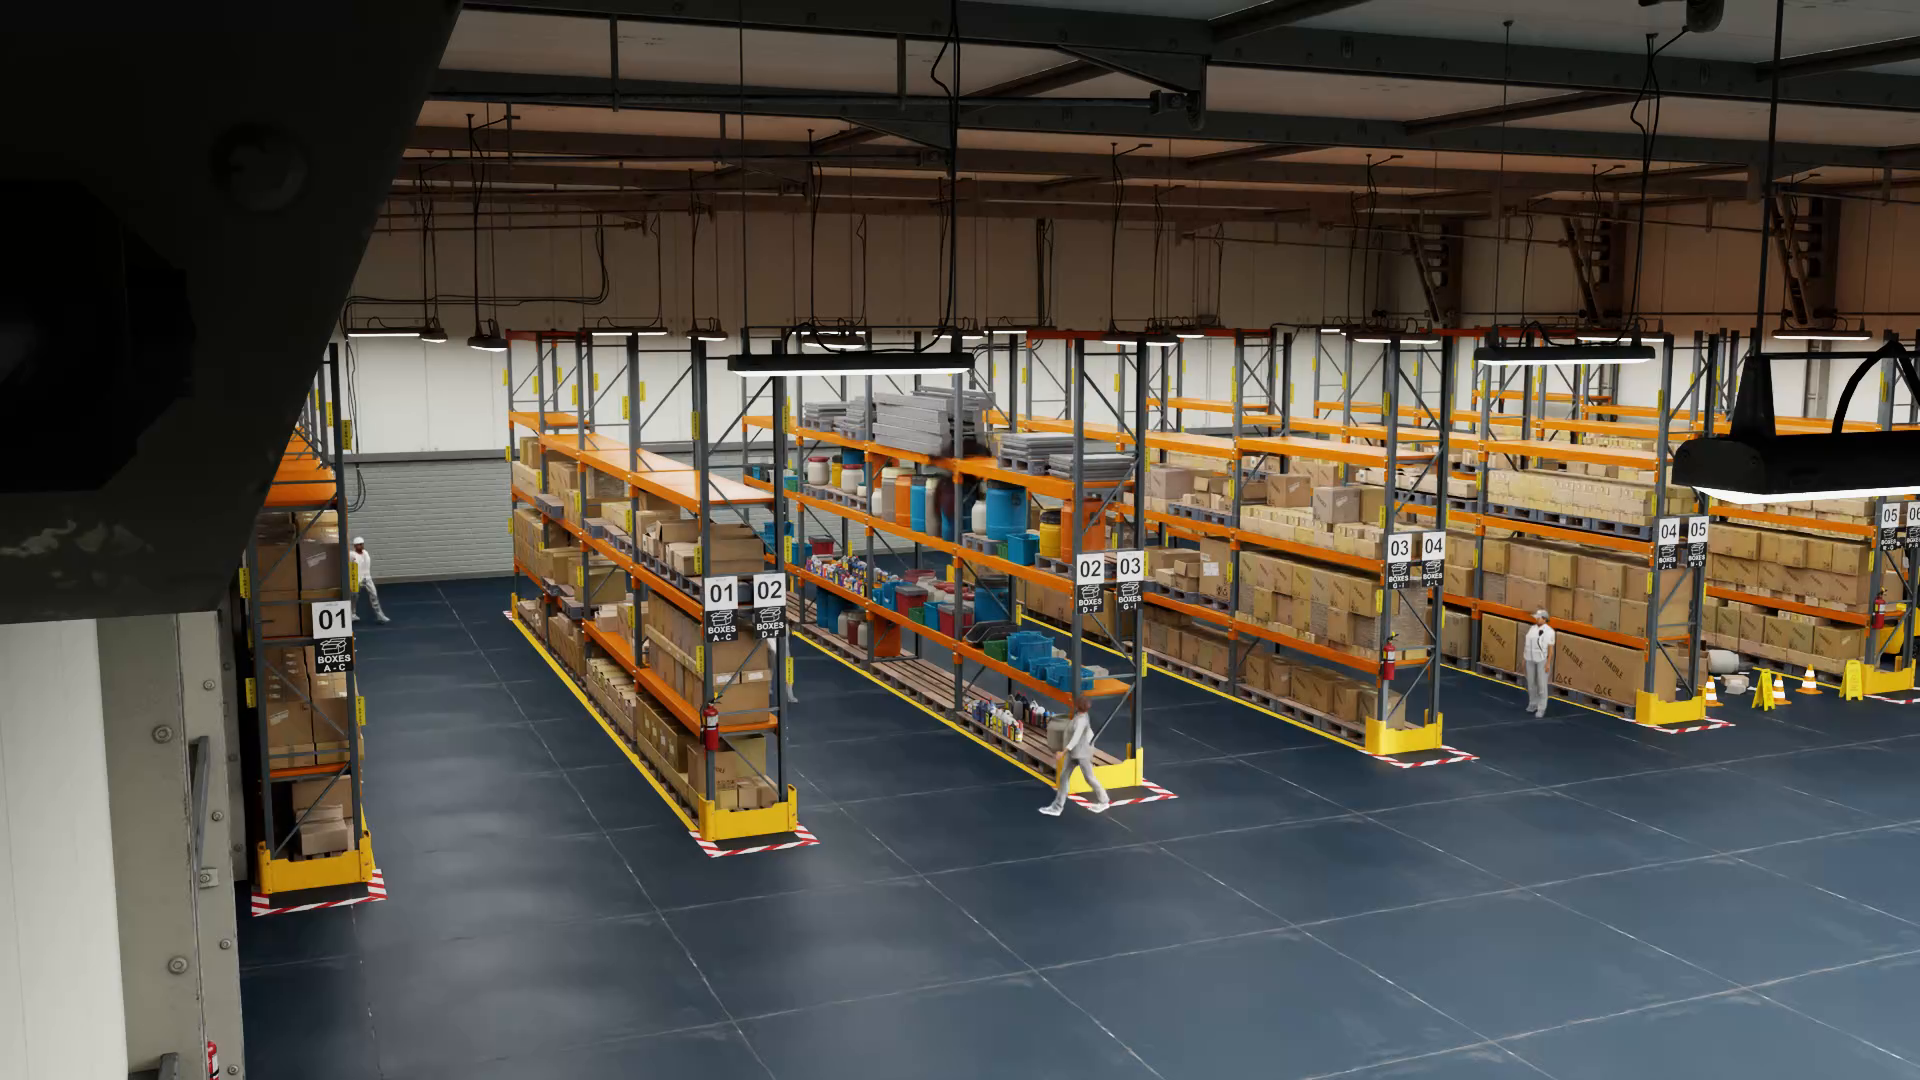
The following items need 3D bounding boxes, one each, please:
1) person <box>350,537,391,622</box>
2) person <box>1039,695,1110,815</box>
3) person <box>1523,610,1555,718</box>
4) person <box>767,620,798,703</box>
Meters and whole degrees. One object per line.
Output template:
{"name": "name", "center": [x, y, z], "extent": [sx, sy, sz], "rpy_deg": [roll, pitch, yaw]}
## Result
{"name": "person", "center": [-12.188, 0.809, 33.979], "extent": [0.955, 1.734, 0.599], "rpy_deg": [6, 10, 36]}
{"name": "person", "center": [1.466, 2.708, 20.980], "extent": [0.921, 1.537, 0.382], "rpy_deg": [-4, 9, -25]}
{"name": "person", "center": [9.166, 1.943, 26.380], "extent": [0.492, 1.683, 0.503], "rpy_deg": [7, 11, 43]}
{"name": "person", "center": [-2.945, 1.785, 27.058], "extent": [0.462, 1.641, 0.956], "rpy_deg": [-4, 9, -29]}
